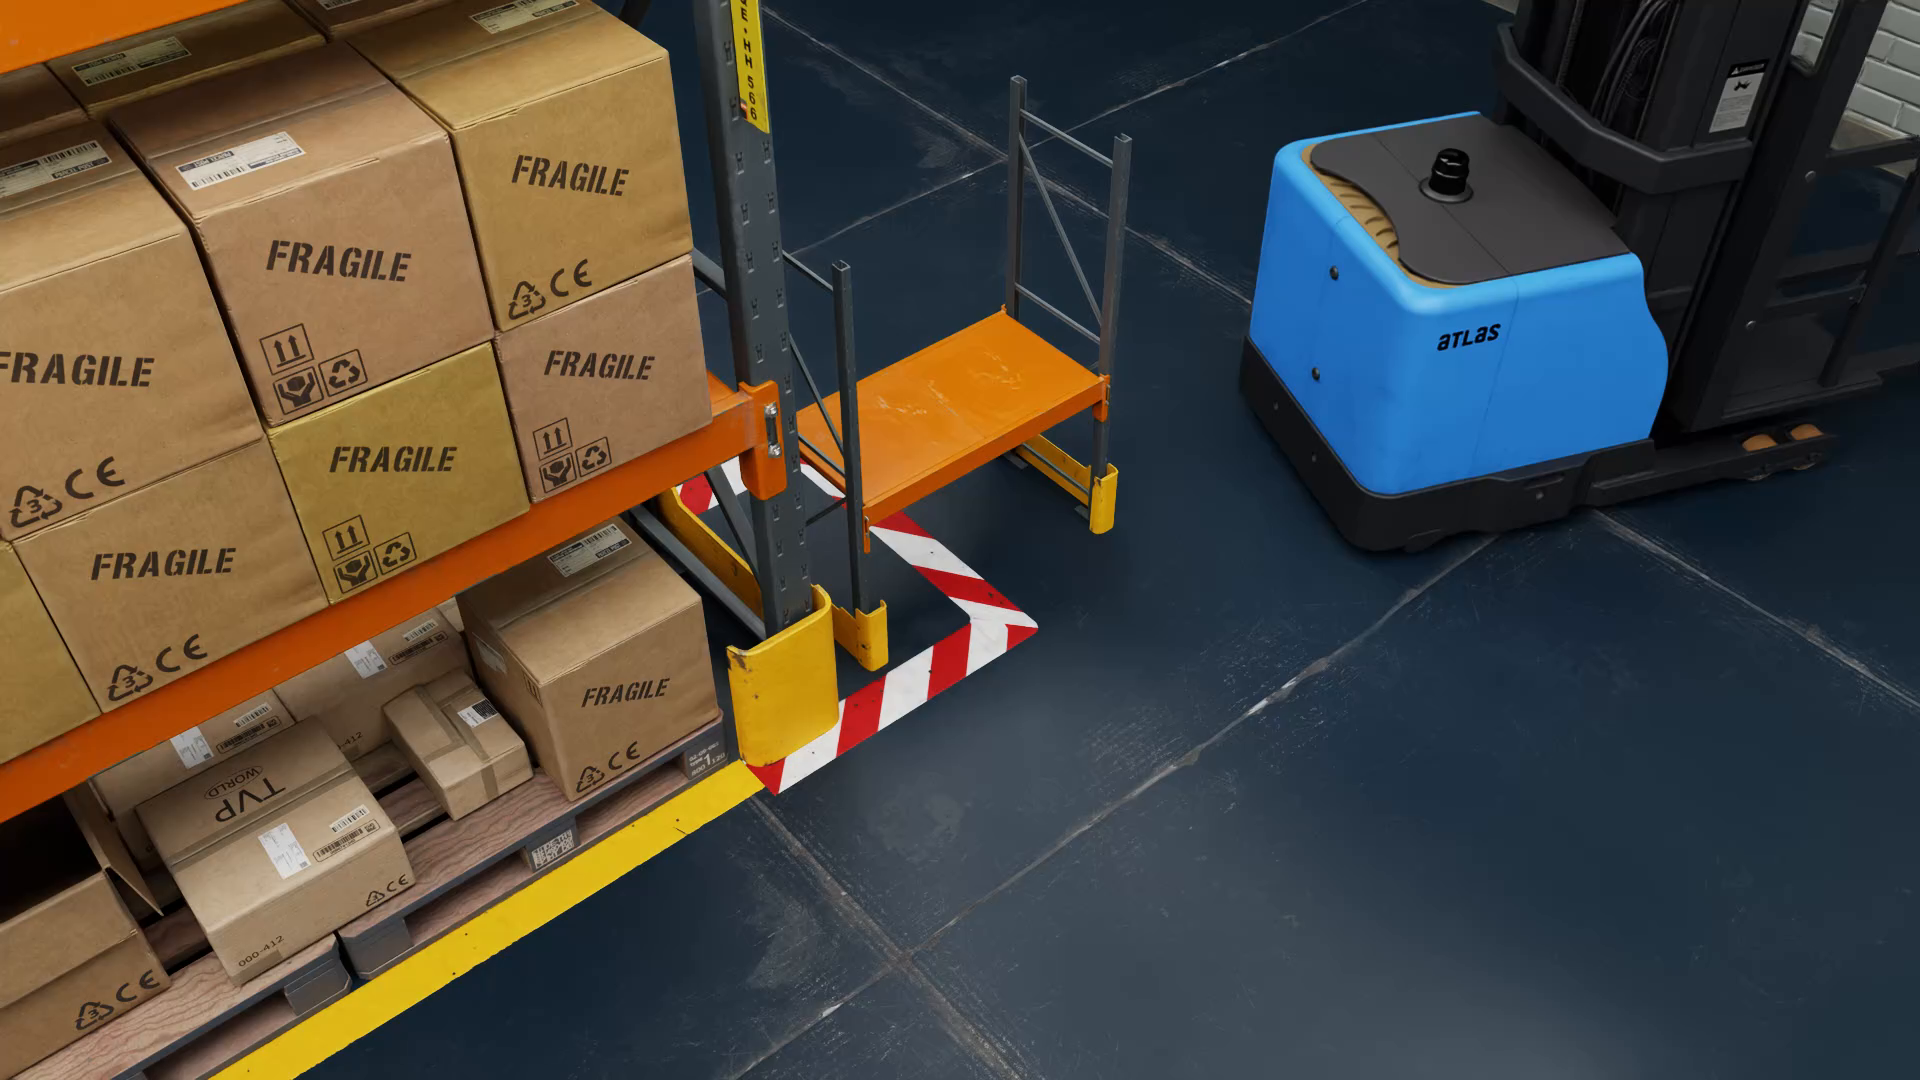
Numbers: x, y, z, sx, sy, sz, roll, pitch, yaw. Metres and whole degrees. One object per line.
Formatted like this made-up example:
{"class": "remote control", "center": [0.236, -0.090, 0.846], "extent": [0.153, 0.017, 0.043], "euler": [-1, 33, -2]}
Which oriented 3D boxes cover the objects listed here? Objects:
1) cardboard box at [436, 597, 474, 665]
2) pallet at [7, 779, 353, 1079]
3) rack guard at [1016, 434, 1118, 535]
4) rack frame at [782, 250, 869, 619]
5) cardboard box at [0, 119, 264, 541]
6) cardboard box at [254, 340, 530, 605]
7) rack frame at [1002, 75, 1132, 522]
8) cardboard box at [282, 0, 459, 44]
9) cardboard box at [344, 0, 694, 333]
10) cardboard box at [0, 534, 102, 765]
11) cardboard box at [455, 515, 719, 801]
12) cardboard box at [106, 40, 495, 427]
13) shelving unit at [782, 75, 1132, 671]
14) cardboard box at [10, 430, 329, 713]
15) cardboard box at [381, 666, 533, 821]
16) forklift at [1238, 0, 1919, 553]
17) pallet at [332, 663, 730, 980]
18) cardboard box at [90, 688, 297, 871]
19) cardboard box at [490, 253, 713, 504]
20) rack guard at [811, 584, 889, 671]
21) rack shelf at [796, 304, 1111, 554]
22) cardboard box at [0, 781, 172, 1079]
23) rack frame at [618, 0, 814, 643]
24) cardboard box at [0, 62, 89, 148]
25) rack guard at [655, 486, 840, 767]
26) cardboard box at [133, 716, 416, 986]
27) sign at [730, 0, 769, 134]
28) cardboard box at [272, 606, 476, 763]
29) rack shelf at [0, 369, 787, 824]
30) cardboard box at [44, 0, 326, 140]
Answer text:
{"class": "cardboard box", "center": [-1.529, 0.181, 5.114], "extent": [0.250, 0.166, 0.380], "euler": [-30, 51, -28]}
{"class": "pallet", "center": [-2.400, 1.129, 4.394], "extent": [1.213, 0.211, 1.003], "euler": [-30, 51, -28]}
{"class": "rack guard", "center": [0.323, -0.276, 5.862], "extent": [0.087, 0.250, 0.587], "euler": [-30, 51, -28]}
{"class": "rack frame", "center": [-0.455, -0.286, 4.959], "extent": [0.032, 1.500, 0.500], "euler": [-30, 51, -28]}
{"class": "cardboard box", "center": [-1.742, -0.413, 3.195], "extent": [0.500, 0.500, 0.500], "euler": [-28, 50, -27]}
{"class": "cardboard box", "center": [-1.360, -0.272, 3.775], "extent": [0.500, 0.500, 0.500], "euler": [-29, 51, -28]}
{"class": "rack frame", "center": [0.324, -0.733, 5.434], "extent": [0.032, 1.500, 0.500], "euler": [-30, 51, -28]}
{"class": "cardboard box", "center": [-1.305, -1.149, 3.979], "extent": [0.500, 0.500, 0.500], "euler": [-28, 50, -27]}
{"class": "cardboard box", "center": [-0.961, -0.866, 3.677], "extent": [0.500, 0.500, 0.500], "euler": [-30, 51, -28]}
{"class": "cardboard box", "center": [-2.133, 0.166, 3.309], "extent": [0.500, 0.500, 0.500], "euler": [-31, 51, -28]}
{"class": "cardboard box", "center": [-1.055, 0.314, 4.729], "extent": [0.500, 0.500, 0.500], "euler": [-30, 51, -28]}
{"class": "cardboard box", "center": [-1.348, -0.643, 3.441], "extent": [0.500, 0.500, 0.500], "euler": [-28, 50, -27]}
{"class": "shelving unit", "center": [-0.058, -0.513, 5.201], "extent": [1.083, 1.500, 0.587], "euler": [-30, 51, -28]}
{"class": "cardboard box", "center": [-1.746, -0.056, 3.545], "extent": [0.500, 0.500, 0.500], "euler": [-29, 51, -28]}
{"class": "cardboard box", "center": [-1.423, 0.567, 4.704], "extent": [0.250, 0.166, 0.380], "euler": [-30, 51, -28]}
{"class": "forklift", "center": [2.621, -1.615, 5.329], "extent": [3.031, 2.935, 1.130], "euler": [-12, 45, -13]}
{"class": "pallet", "center": [-1.465, 0.596, 4.962], "extent": [1.213, 0.211, 1.003], "euler": [-30, 51, -28]}
{"class": "cardboard box", "center": [-2.162, 0.566, 4.643], "extent": [0.500, 0.250, 0.500], "euler": [-30, 51, -28]}
{"class": "cardboard box", "center": [-0.965, -0.501, 4.020], "extent": [0.500, 0.500, 0.500], "euler": [-28, 50, -27]}
{"class": "rack guard", "center": [-0.440, 0.161, 5.396], "extent": [0.087, 0.250, 0.587], "euler": [-30, 51, -28]}
{"class": "rack shelf", "center": [-0.065, -0.378, 5.320], "extent": [1.000, 0.185, 0.538], "euler": [-30, 51, -28]}
{"class": "cardboard box", "center": [-2.426, 0.874, 4.131], "extent": [0.637, 0.503, 0.797], "euler": [-30, 51, -28]}
{"class": "rack frame", "center": [-0.796, -0.805, 4.416], "extent": [0.127, 3.000, 1.000], "euler": [-30, 51, -28]}
{"class": "cardboard box", "center": [-2.088, -0.698, 3.499], "extent": [0.500, 0.500, 0.500], "euler": [-29, 50, -27]}
{"class": "rack guard", "center": [-0.854, 0.140, 5.236], "extent": [0.348, 0.500, 1.175], "euler": [-30, 51, -28]}
{"class": "cardboard box", "center": [-1.803, 0.807, 4.387], "extent": [0.500, 0.250, 0.500], "euler": [-30, 51, -28]}
{"class": "sign", "center": [-0.455, -1.042, 3.591], "extent": [0.005, 0.325, 0.100], "euler": [-30, 51, -28]}
{"class": "cardboard box", "center": [-1.778, 0.347, 4.877], "extent": [0.500, 0.250, 0.500], "euler": [-30, 51, -28]}
{"class": "rack shelf", "center": [-2.330, 0.336, 3.727], "extent": [4.000, 0.370, 1.077], "euler": [-30, 51, -28]}
{"class": "cardboard box", "center": [-1.701, -0.916, 3.730], "extent": [0.500, 0.500, 0.500], "euler": [-29, 51, -27]}
